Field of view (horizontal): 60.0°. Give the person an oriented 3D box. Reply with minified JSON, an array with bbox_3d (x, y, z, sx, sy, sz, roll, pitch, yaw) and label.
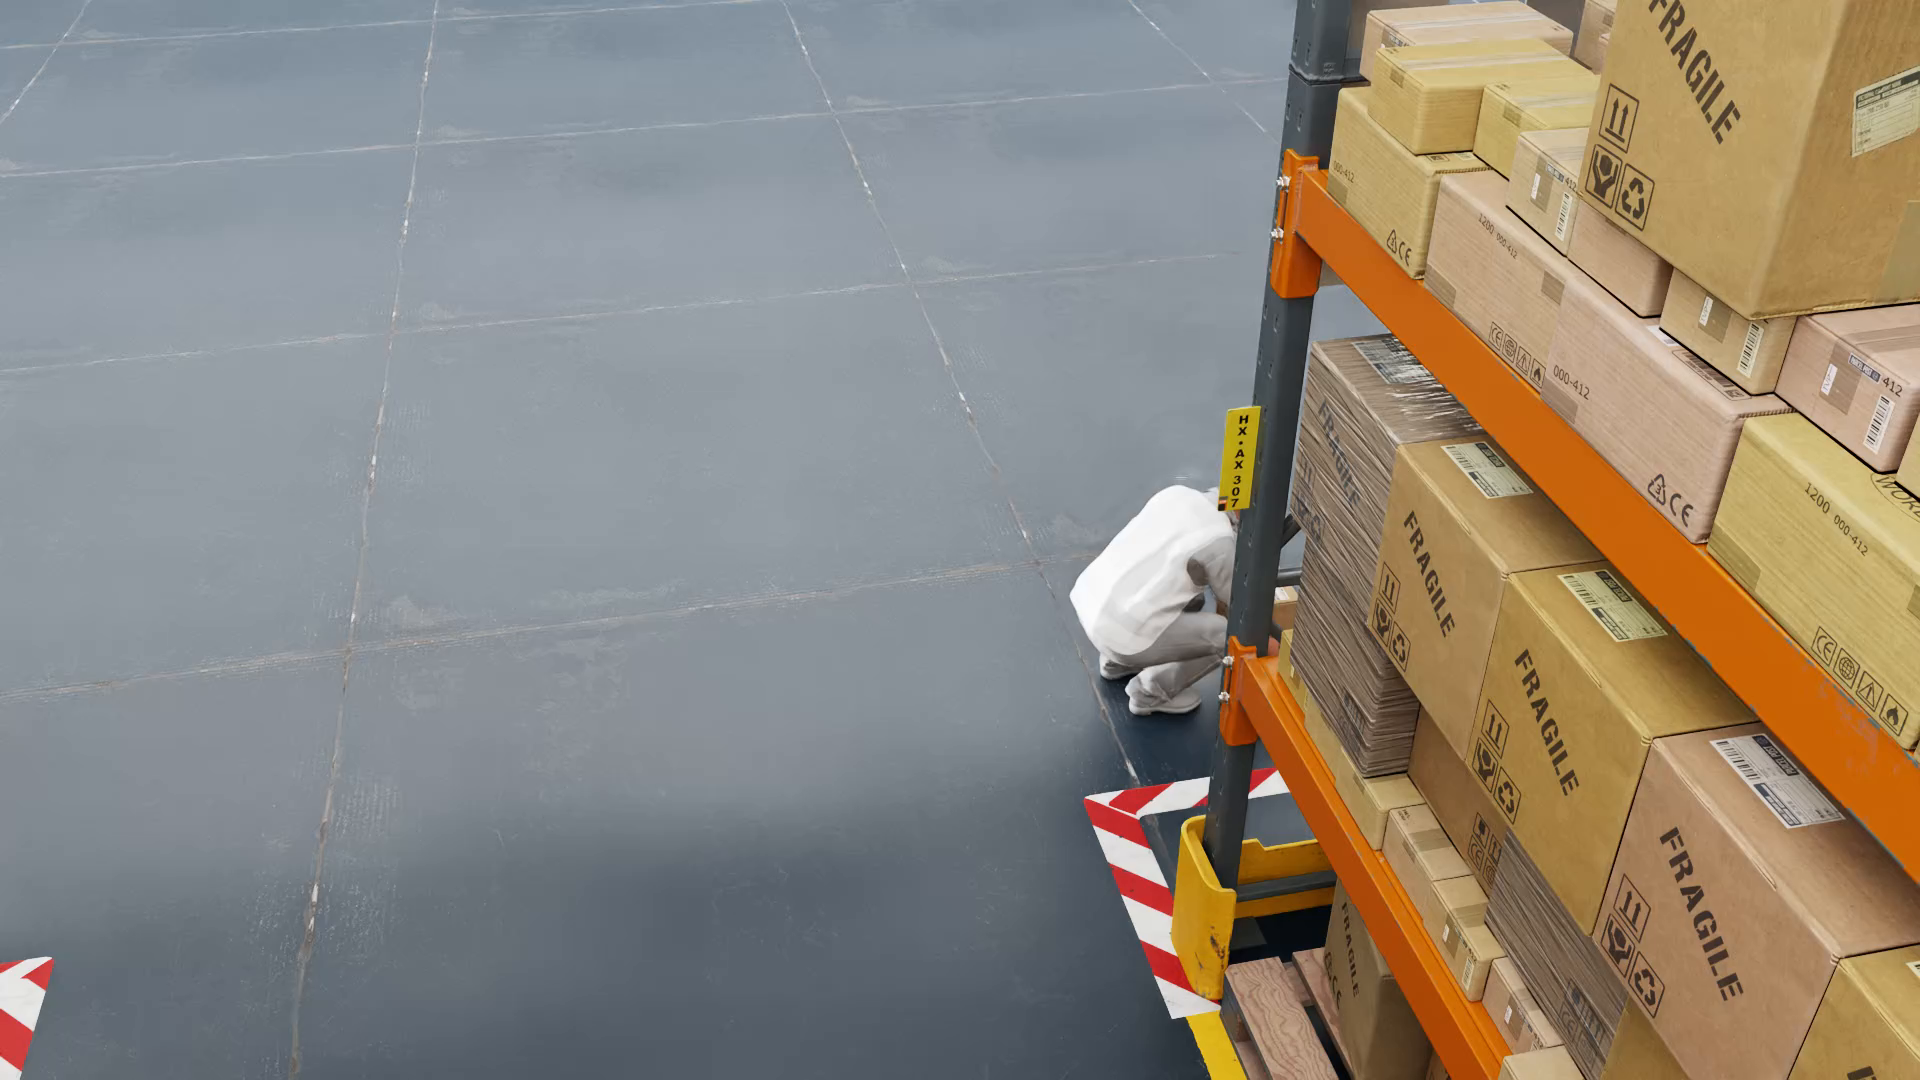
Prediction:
[{"bbox_3d":[0.874,0.172,6.552,0.863,1.018,0.518,-8,35,-11],"label":"person"}]
